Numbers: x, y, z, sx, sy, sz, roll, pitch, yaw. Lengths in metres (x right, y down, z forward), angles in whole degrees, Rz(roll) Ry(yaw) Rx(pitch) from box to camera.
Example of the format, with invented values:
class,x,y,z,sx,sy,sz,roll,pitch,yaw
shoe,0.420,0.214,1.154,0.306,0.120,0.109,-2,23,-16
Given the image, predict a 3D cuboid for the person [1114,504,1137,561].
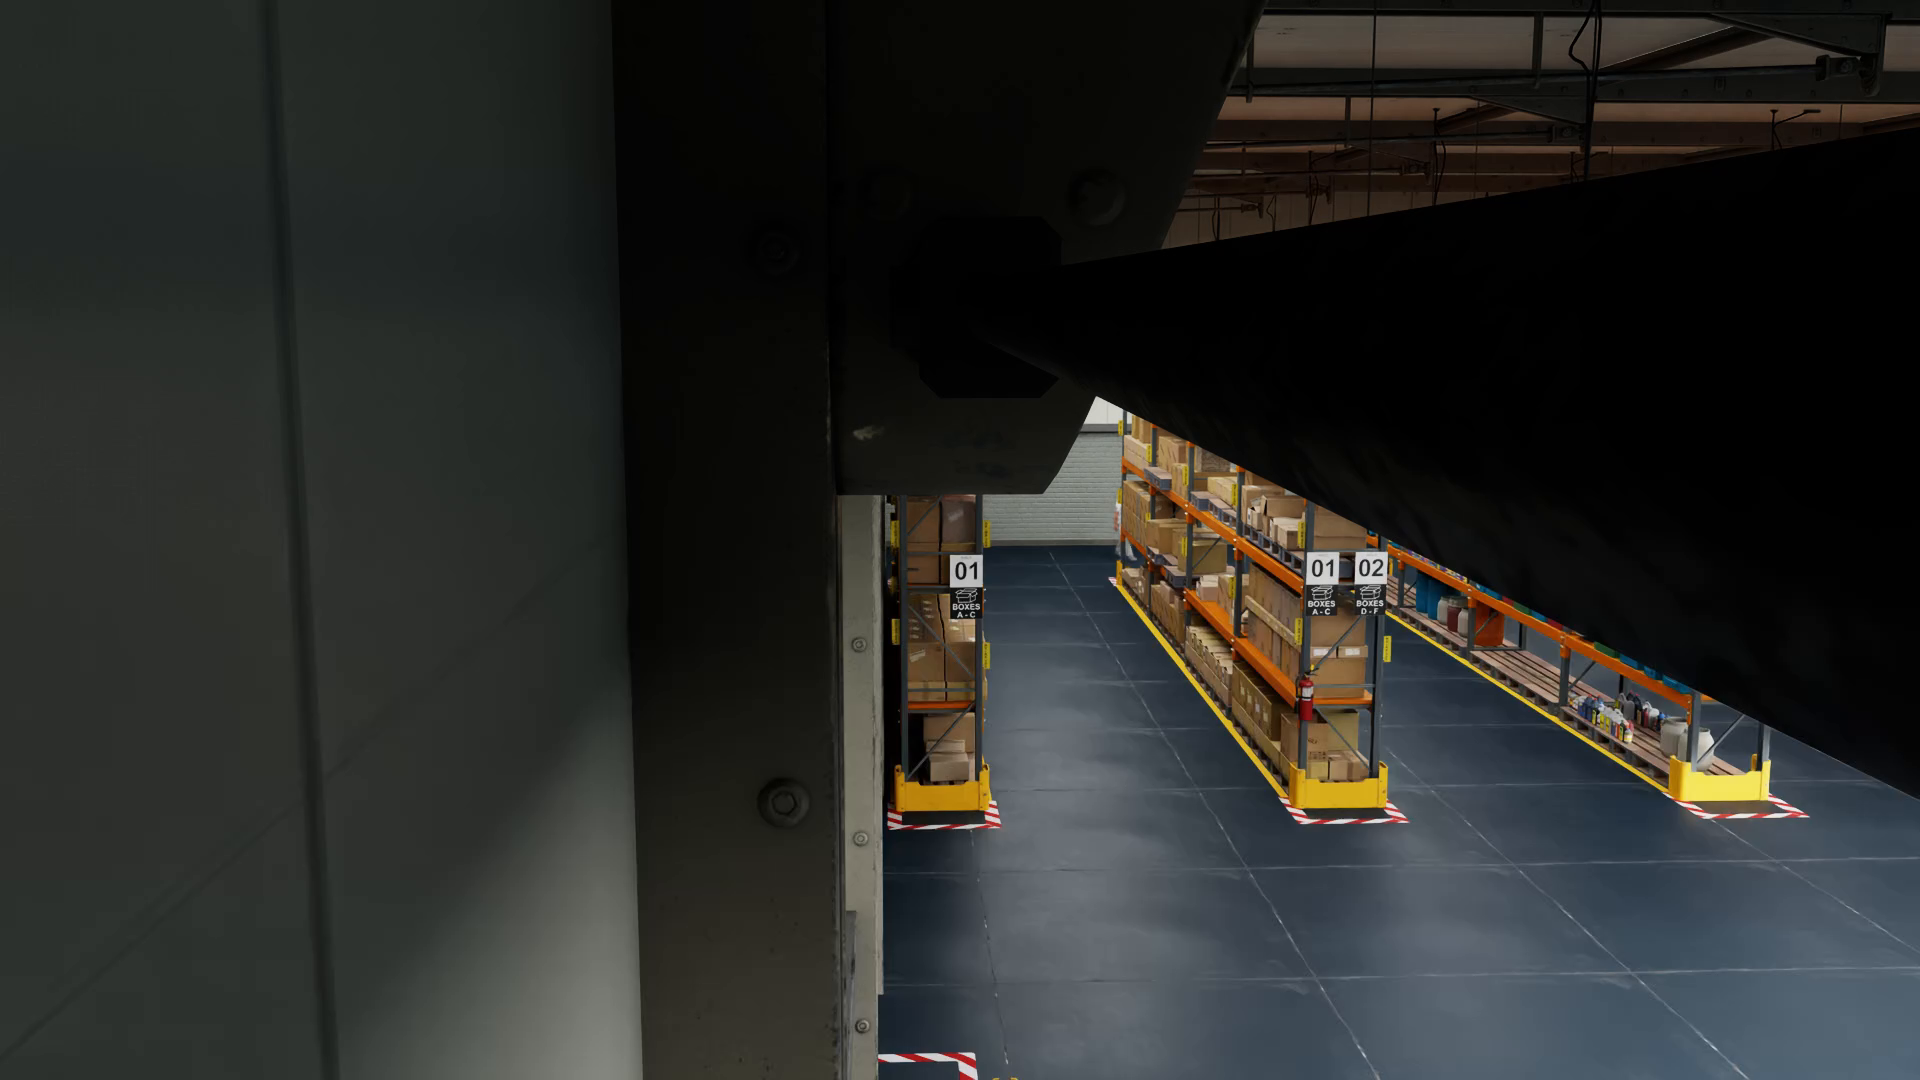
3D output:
class,x,y,z,sx,sy,sz,roll,pitch,yaw
person,4.006,-0.401,39.757,0.530,1.688,1.114,-5,10,-31
